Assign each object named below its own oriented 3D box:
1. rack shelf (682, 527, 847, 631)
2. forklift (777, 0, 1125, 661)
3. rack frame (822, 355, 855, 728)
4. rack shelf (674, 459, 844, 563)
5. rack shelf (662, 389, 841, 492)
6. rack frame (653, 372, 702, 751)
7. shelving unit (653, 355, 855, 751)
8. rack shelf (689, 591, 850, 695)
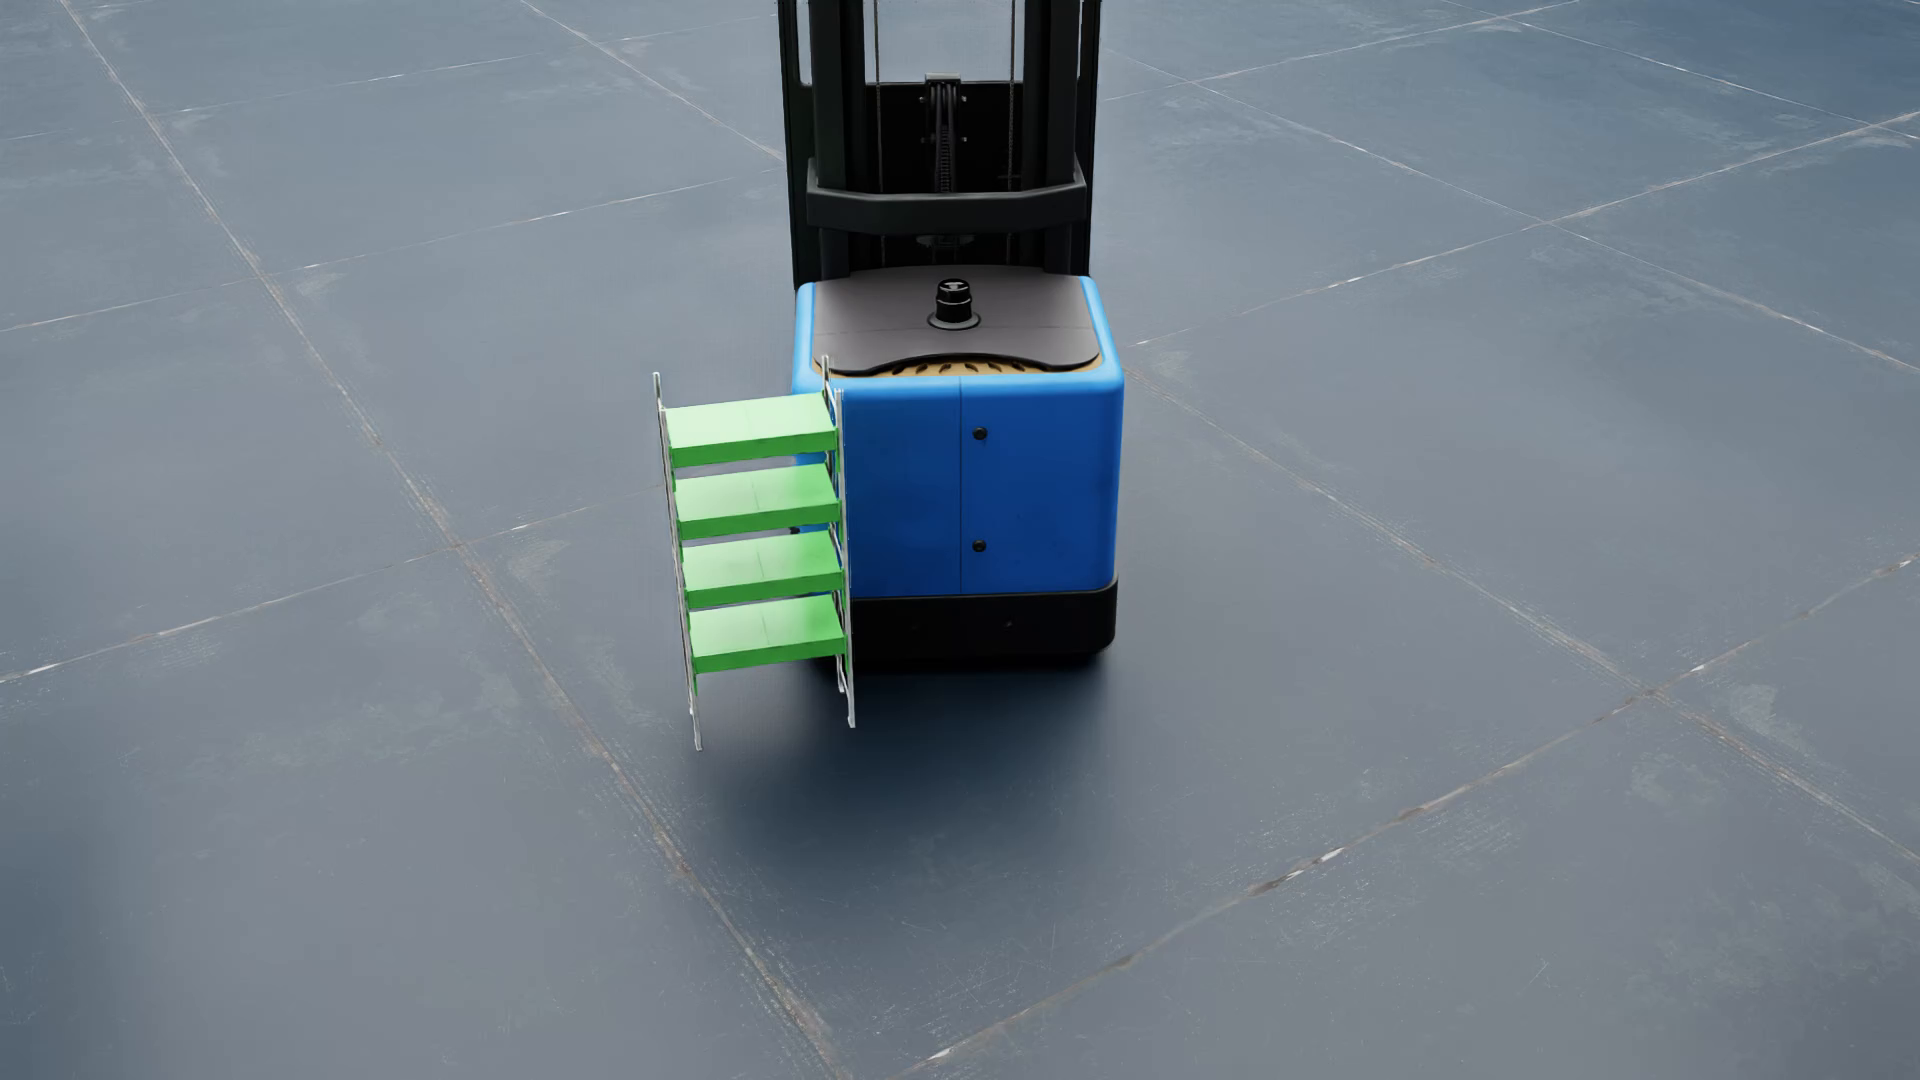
[{"bbox_3d":[-0.606,0.114,5.064,0.480,0.148,0.258,-7,33,-11],"label":"rack shelf"},{"bbox_3d":[-0.085,-1.599,6.037,1.130,2.935,3.031,-2,32,-3],"label":"forklift"},{"bbox_3d":[-0.369,0.030,5.078,0.015,1.200,0.240,-7,33,-11],"label":"rack frame"},{"bbox_3d":[-0.606,-0.089,4.936,0.480,0.148,0.258,-7,33,-11],"label":"rack shelf"},{"bbox_3d":[-0.606,-0.292,4.808,0.480,0.148,0.258,-7,33,-11],"label":"rack shelf"},{"bbox_3d":[-0.843,0.090,4.982,0.015,1.200,0.240,-7,33,-11],"label":"rack frame"},{"bbox_3d":[-0.606,0.060,5.030,0.503,1.200,0.258,-7,33,-11],"label":"shelving unit"},{"bbox_3d":[-0.606,0.317,5.192,0.480,0.148,0.258,-7,33,-11],"label":"rack shelf"}]
